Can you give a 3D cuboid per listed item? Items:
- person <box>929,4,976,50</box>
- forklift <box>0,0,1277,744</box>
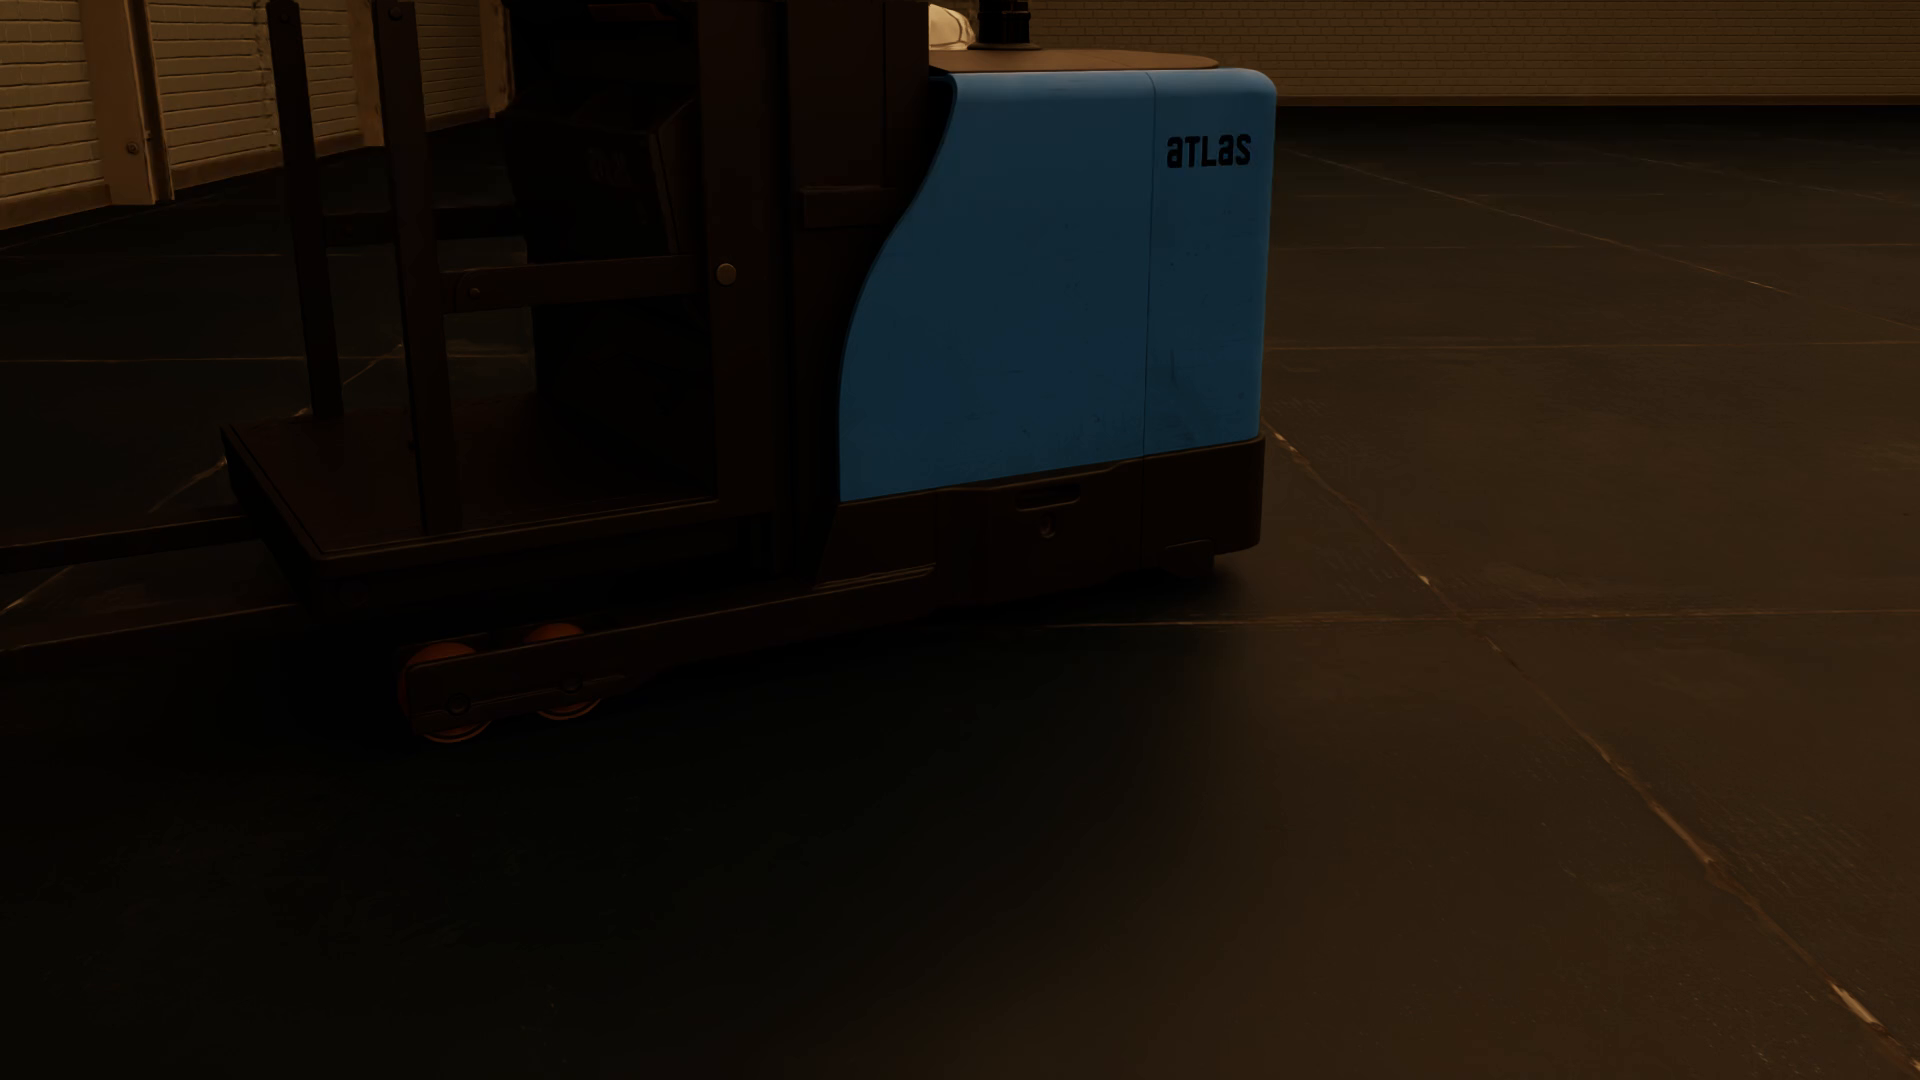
[{"bbox_3d":[-0.106,-1.176,5.313,0.757,1.466,0.610,-9,19,-27],"label":"person"},{"bbox_3d":[-0.871,-1.235,2.946,3.031,2.935,1.130,-10,19,-29],"label":"forklift"}]
